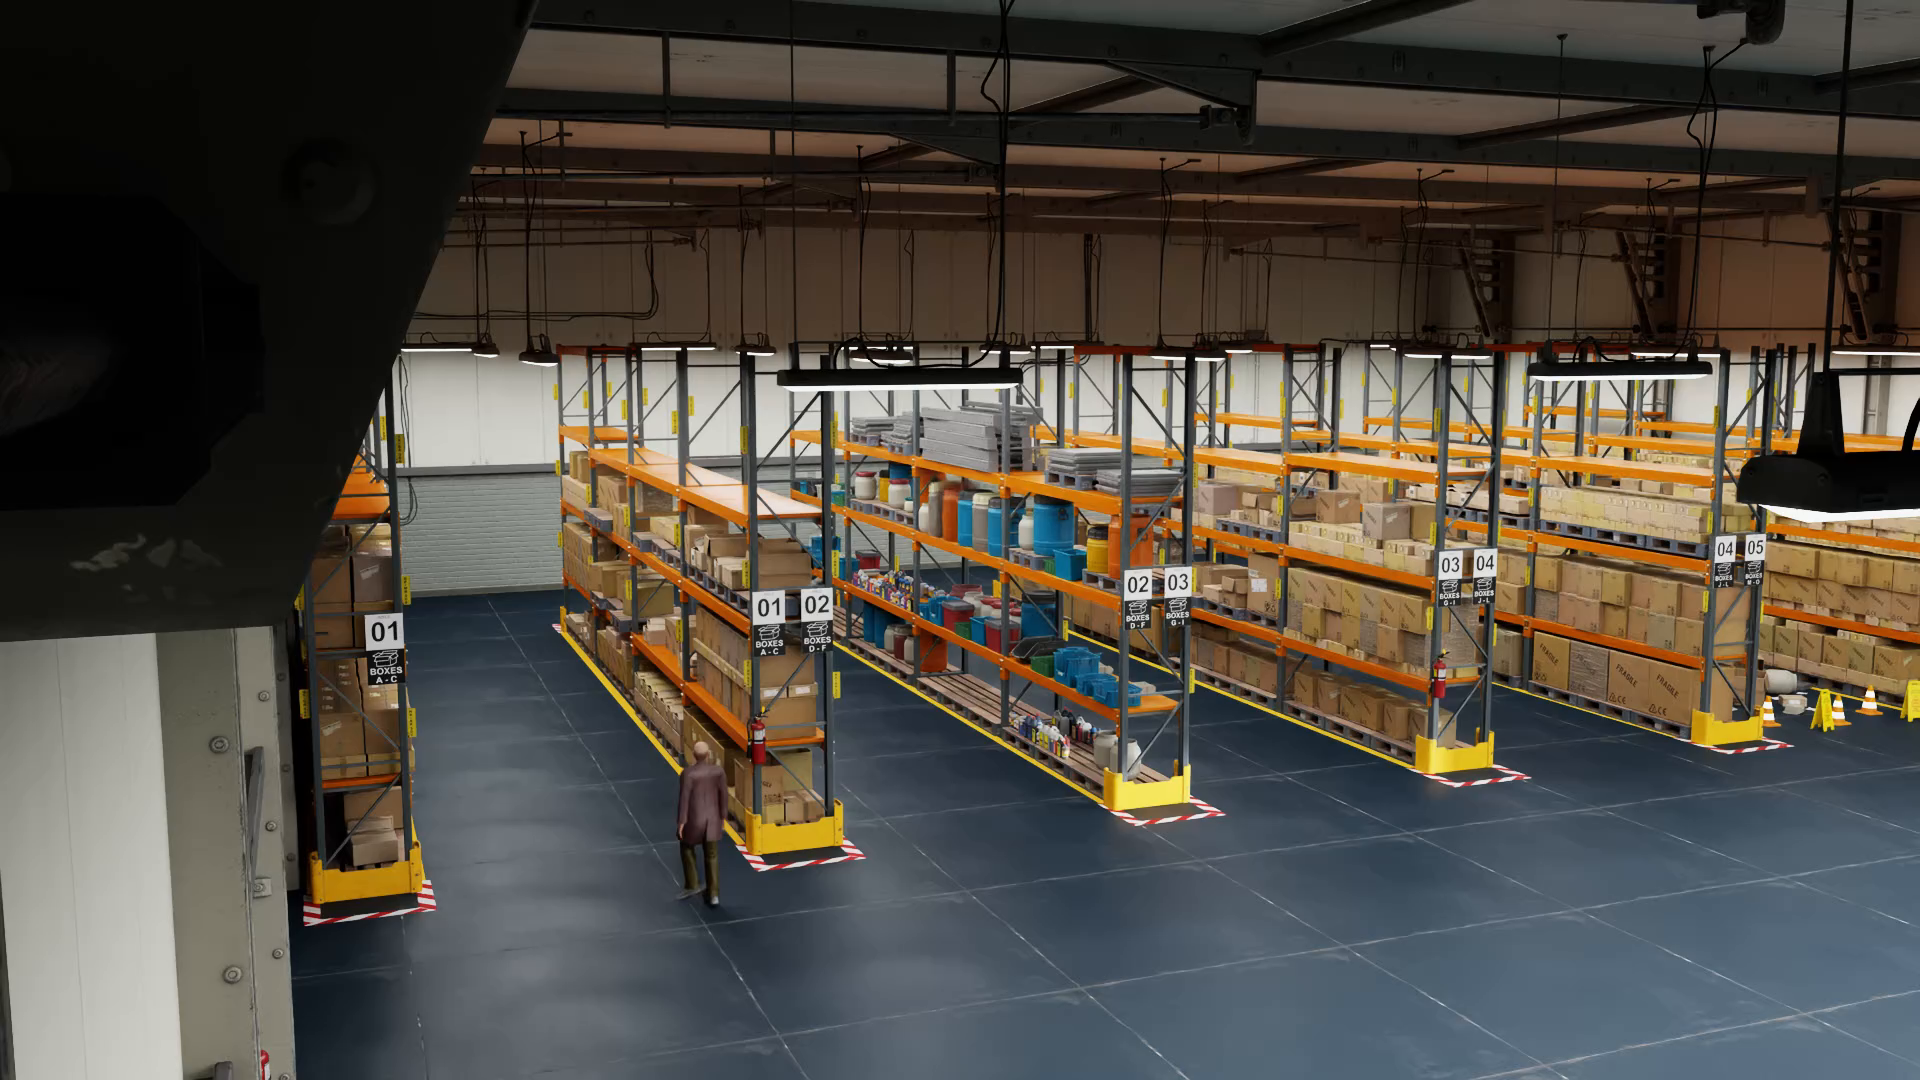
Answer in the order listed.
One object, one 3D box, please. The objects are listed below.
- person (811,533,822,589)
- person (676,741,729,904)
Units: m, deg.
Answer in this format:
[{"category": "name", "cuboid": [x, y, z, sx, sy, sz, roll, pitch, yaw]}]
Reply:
[{"category": "person", "cuboid": [-3.241, 0.450, 39.348, 0.635, 1.763, 0.624, 0, 7, 0]}, {"category": "person", "cuboid": [-2.841, 3.140, 18.390, 0.630, 1.814, 0.583, -4, 8, -29]}]
